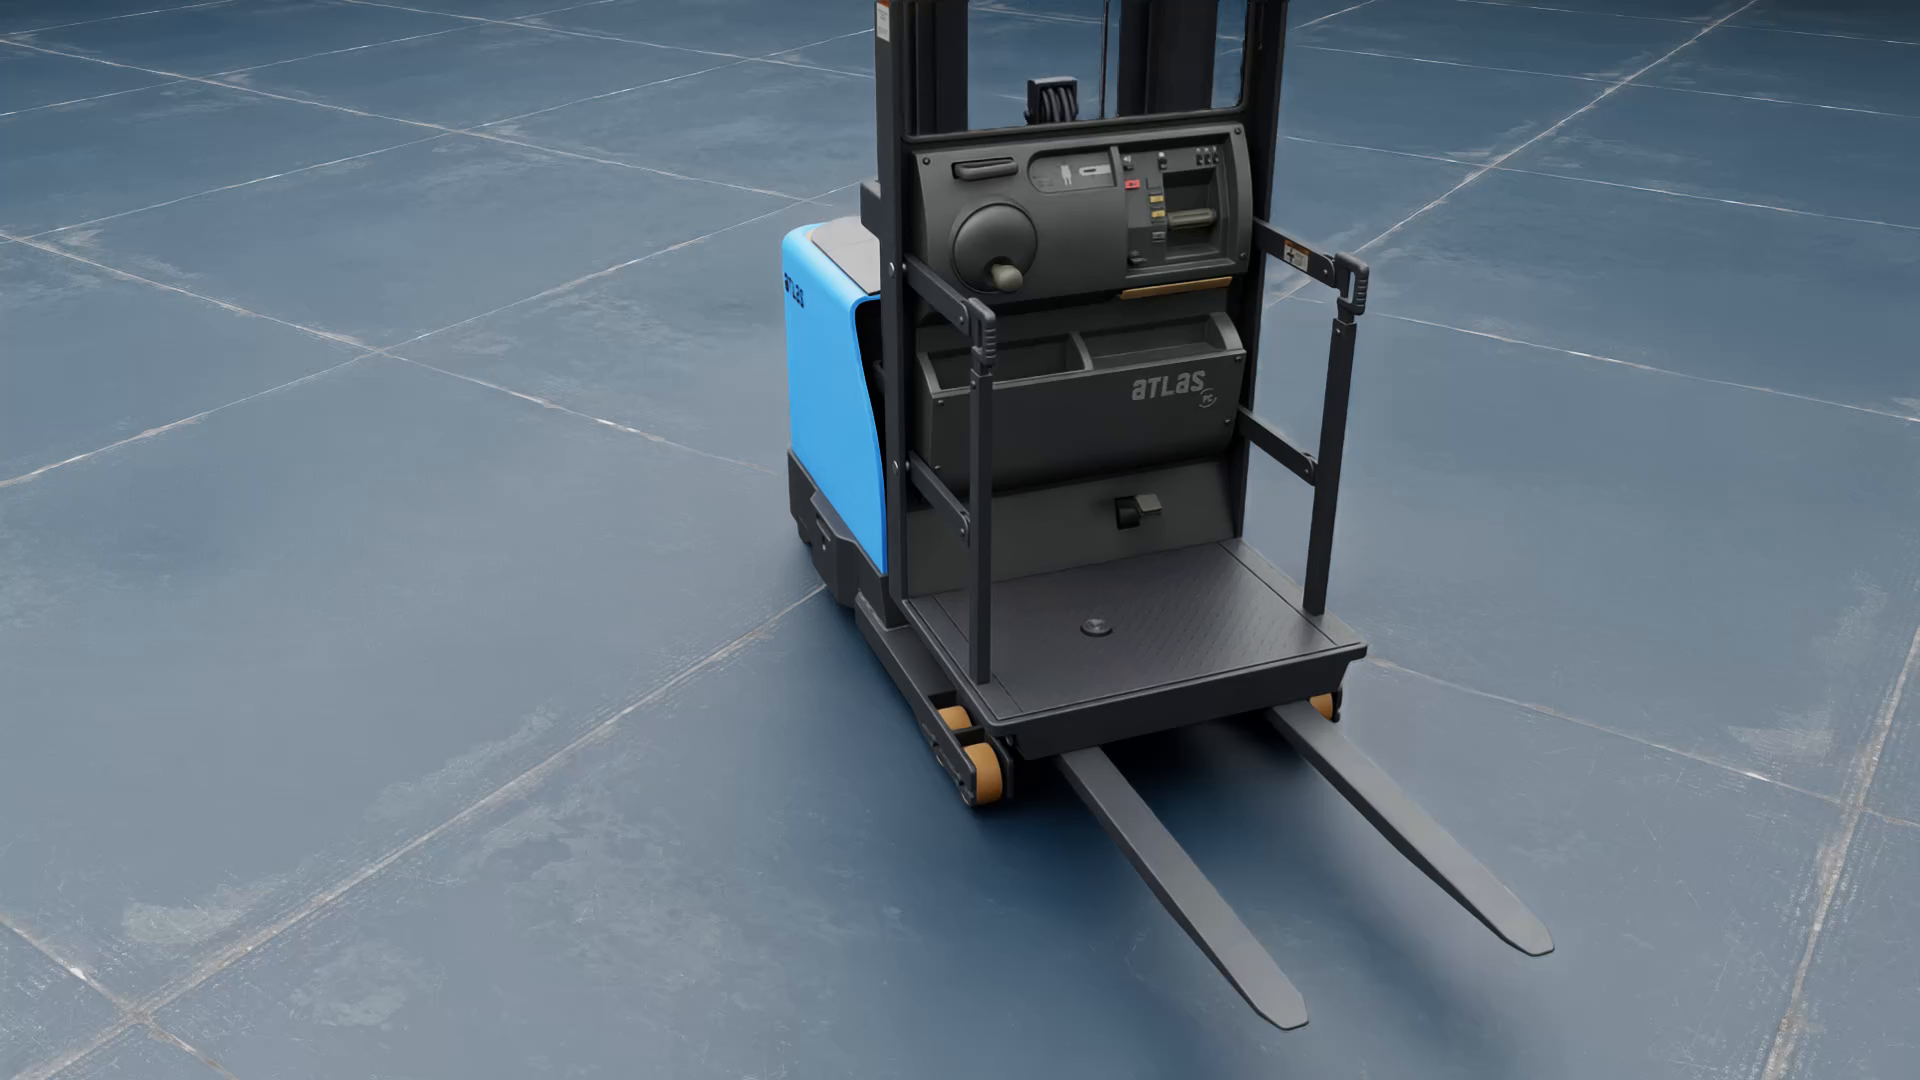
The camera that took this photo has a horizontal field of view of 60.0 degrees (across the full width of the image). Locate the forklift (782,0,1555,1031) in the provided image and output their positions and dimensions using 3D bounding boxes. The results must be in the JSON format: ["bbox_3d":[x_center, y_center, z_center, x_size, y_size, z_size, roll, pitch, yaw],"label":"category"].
[{"bbox_3d":[0.414,-0.821,4.132,1.130,2.935,3.031,-10,29,-19],"label":"forklift"}]
